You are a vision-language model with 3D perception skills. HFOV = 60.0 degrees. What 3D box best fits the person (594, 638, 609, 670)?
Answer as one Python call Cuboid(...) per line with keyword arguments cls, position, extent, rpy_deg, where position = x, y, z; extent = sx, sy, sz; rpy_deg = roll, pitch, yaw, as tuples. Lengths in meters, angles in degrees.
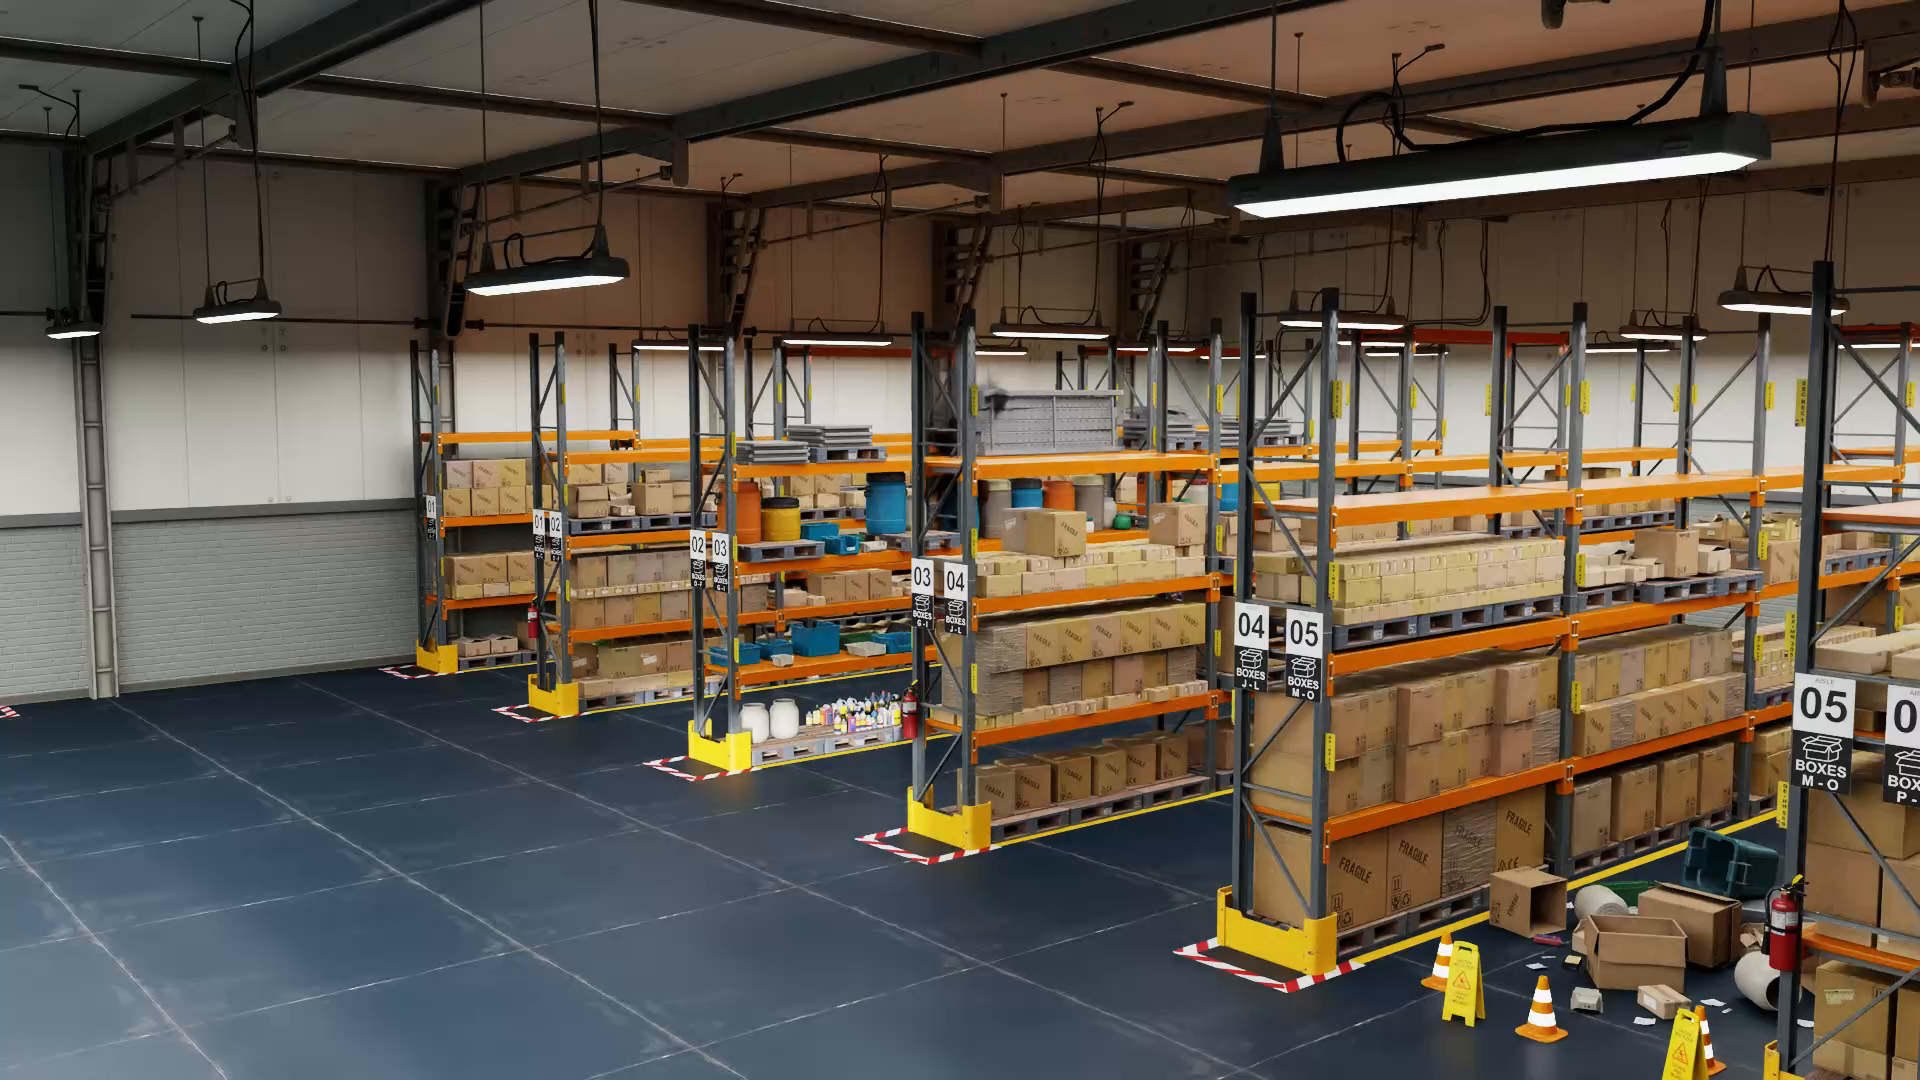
Cuboid(cls="person", position=(-6.176, 1.583, 28.719), extent=(0.652, 1.793, 0.914), rpy_deg=(4, 7, 40))
